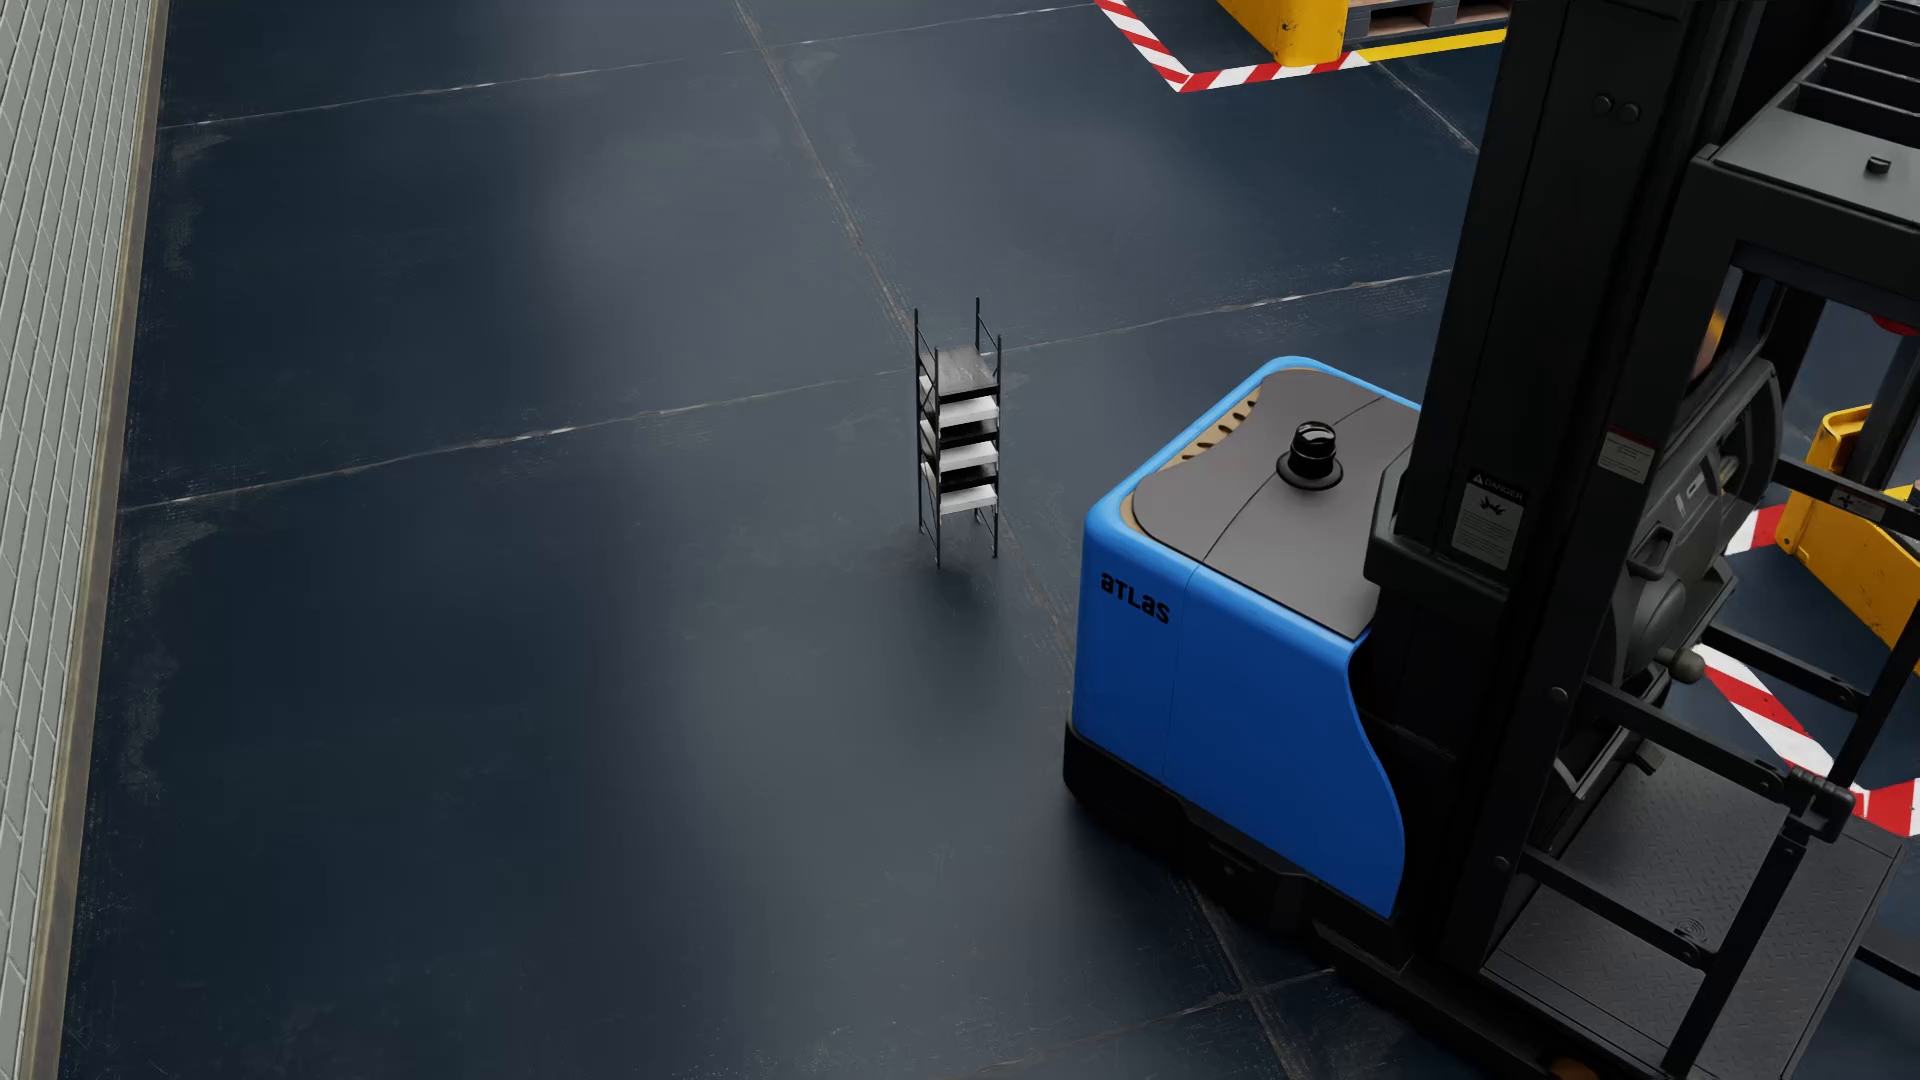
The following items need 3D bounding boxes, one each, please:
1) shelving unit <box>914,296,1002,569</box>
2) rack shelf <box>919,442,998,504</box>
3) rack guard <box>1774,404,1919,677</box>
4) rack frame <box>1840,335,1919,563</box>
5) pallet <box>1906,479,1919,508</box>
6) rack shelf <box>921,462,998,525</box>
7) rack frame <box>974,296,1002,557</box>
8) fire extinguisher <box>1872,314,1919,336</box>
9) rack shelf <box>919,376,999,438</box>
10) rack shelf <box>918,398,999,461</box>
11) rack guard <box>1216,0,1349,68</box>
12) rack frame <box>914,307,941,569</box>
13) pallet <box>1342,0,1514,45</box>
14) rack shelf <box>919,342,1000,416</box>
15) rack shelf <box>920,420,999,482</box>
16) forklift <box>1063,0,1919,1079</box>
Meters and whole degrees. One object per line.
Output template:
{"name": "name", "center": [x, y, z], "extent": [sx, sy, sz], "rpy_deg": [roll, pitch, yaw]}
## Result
{"name": "shelving unit", "center": [-0.008, -0.337, 5.452], "extent": [0.210, 0.900, 0.258], "rpy_deg": [-12, 42, -13]}
{"name": "rack shelf", "center": [-0.008, -0.244, 5.533], "extent": [0.200, 0.077, 0.258], "rpy_deg": [-12, 42, -13]}
{"name": "rack guard", "center": [3.139, 0.118, 5.235], "extent": [0.348, 0.500, 1.175], "rpy_deg": [-12, 42, -13]}
{"name": "rack frame", "center": [3.158, -0.836, 4.427], "extent": [0.127, 3.000, 1.000], "rpy_deg": [-12, 42, -13]}
{"name": "pallet", "center": [3.957, 0.075, 5.504], "extent": [1.213, 0.211, 1.003], "rpy_deg": [-12, 42, -13]}
{"name": "rack shelf", "center": [-0.008, -0.177, 5.592], "extent": [0.200, 0.077, 0.258], "rpy_deg": [-12, 42, -13]}
{"name": "rack frame", "center": [0.089, -0.357, 5.475], "extent": [0.006, 0.900, 0.240], "rpy_deg": [-12, 42, -13]}
{"name": "fire extinguisher", "center": [2.878, -0.922, 4.868], "extent": [0.183, 0.674, 0.296], "rpy_deg": [-12, 42, -13]}
{"name": "rack shelf", "center": [-0.008, -0.448, 5.356], "extent": [0.200, 0.077, 0.258], "rpy_deg": [-12, 42, -13]}
{"name": "rack shelf", "center": [-0.008, -0.380, 5.415], "extent": [0.200, 0.077, 0.258], "rpy_deg": [-12, 42, -13]}
{"name": "rack guard", "center": [1.648, -2.998, 8.802], "extent": [0.348, 0.500, 1.175], "rpy_deg": [-12, 42, -13]}
{"name": "rack frame", "center": [-0.105, -0.317, 5.429], "extent": [0.006, 0.900, 0.240], "rpy_deg": [-12, 42, -13]}
{"name": "pallet", "center": [2.410, -3.102, 9.140], "extent": [1.213, 0.211, 1.003], "rpy_deg": [-12, 42, -13]}
{"name": "rack shelf", "center": [-0.008, -0.516, 5.296], "extent": [0.200, 0.077, 0.258], "rpy_deg": [-12, 42, -13]}
{"name": "rack shelf", "center": [-0.008, -0.312, 5.474], "extent": [0.200, 0.077, 0.258], "rpy_deg": [-12, 42, -13]}
{"name": "forklift", "center": [1.753, 0.021, 3.498], "extent": [3.031, 2.935, 1.130], "rpy_deg": [29, 49, 29]}
